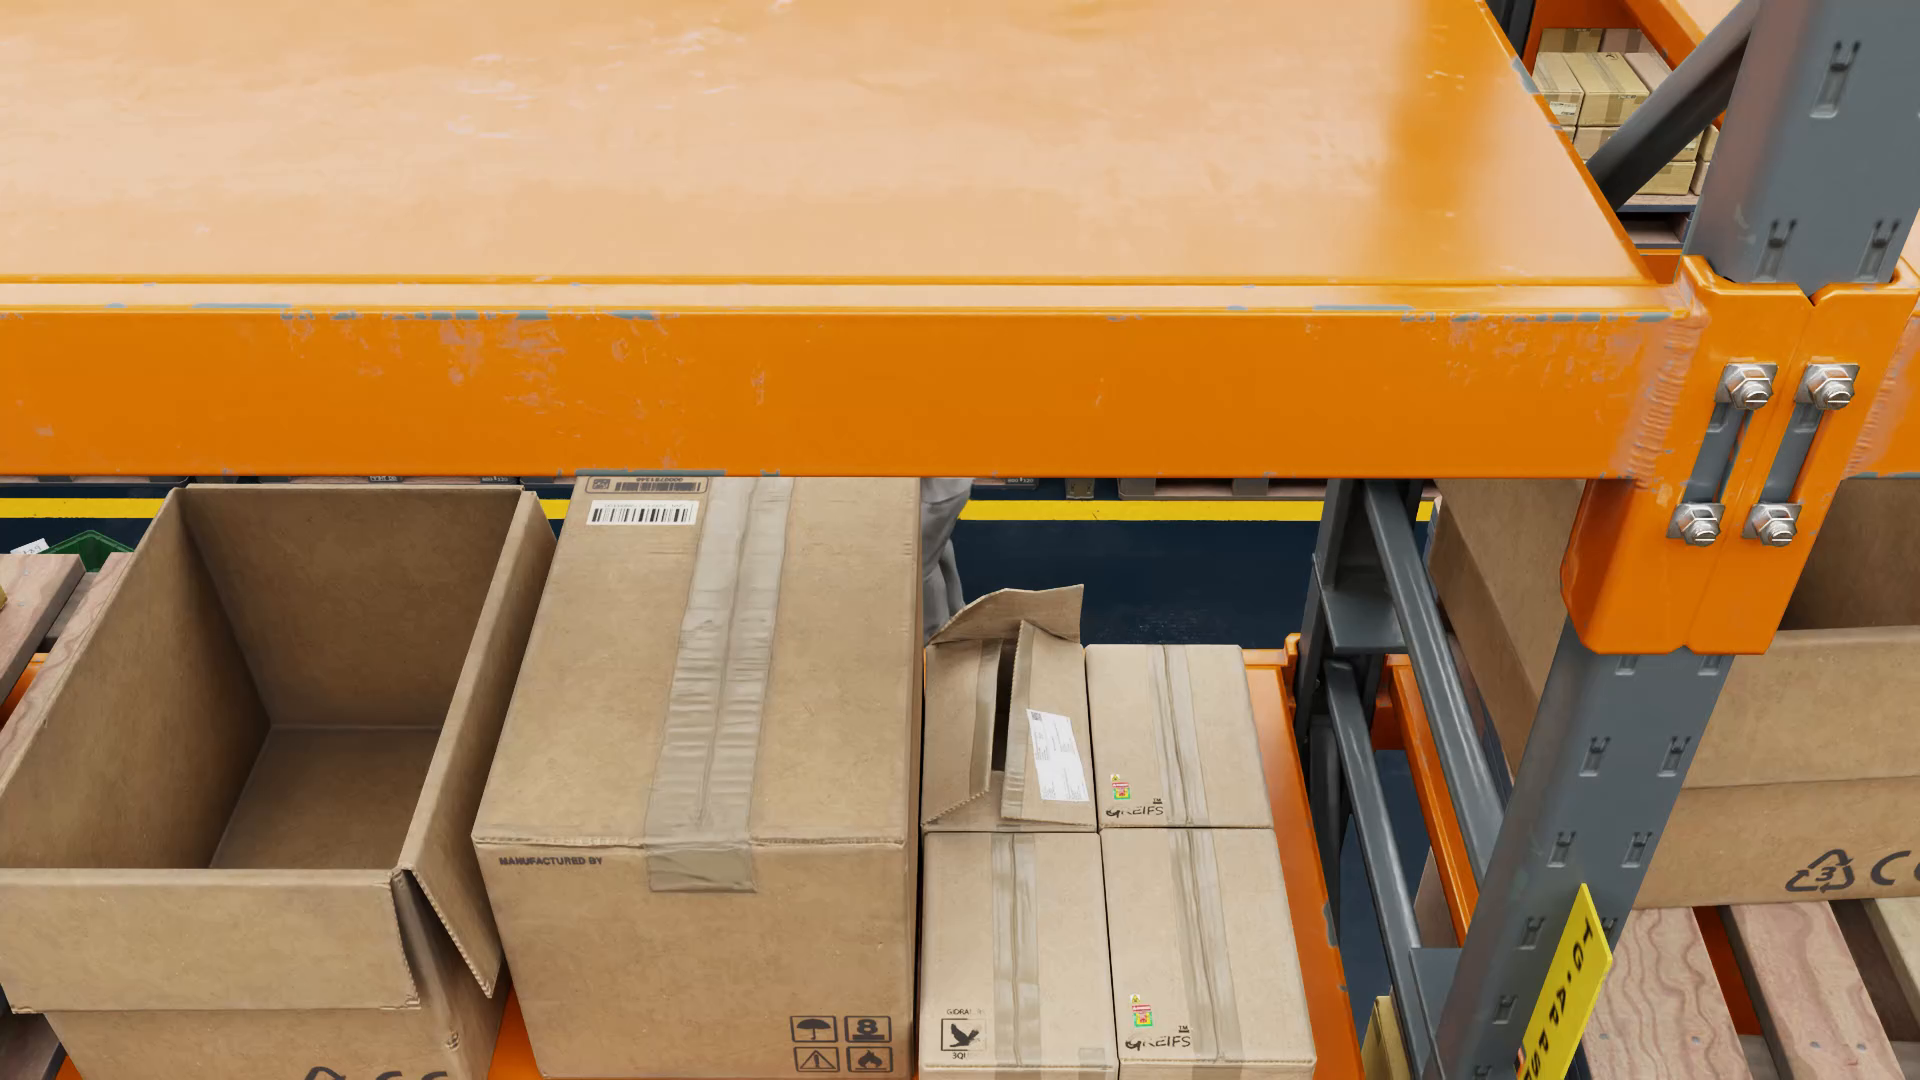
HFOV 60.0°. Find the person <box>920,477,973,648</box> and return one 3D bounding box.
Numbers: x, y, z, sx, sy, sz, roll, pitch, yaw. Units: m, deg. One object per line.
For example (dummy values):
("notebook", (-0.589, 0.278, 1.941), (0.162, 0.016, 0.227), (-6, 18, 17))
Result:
("person", (-0.201, -0.222, 6.436), (0.506, 1.666, 0.411), (-1, 40, -1))
